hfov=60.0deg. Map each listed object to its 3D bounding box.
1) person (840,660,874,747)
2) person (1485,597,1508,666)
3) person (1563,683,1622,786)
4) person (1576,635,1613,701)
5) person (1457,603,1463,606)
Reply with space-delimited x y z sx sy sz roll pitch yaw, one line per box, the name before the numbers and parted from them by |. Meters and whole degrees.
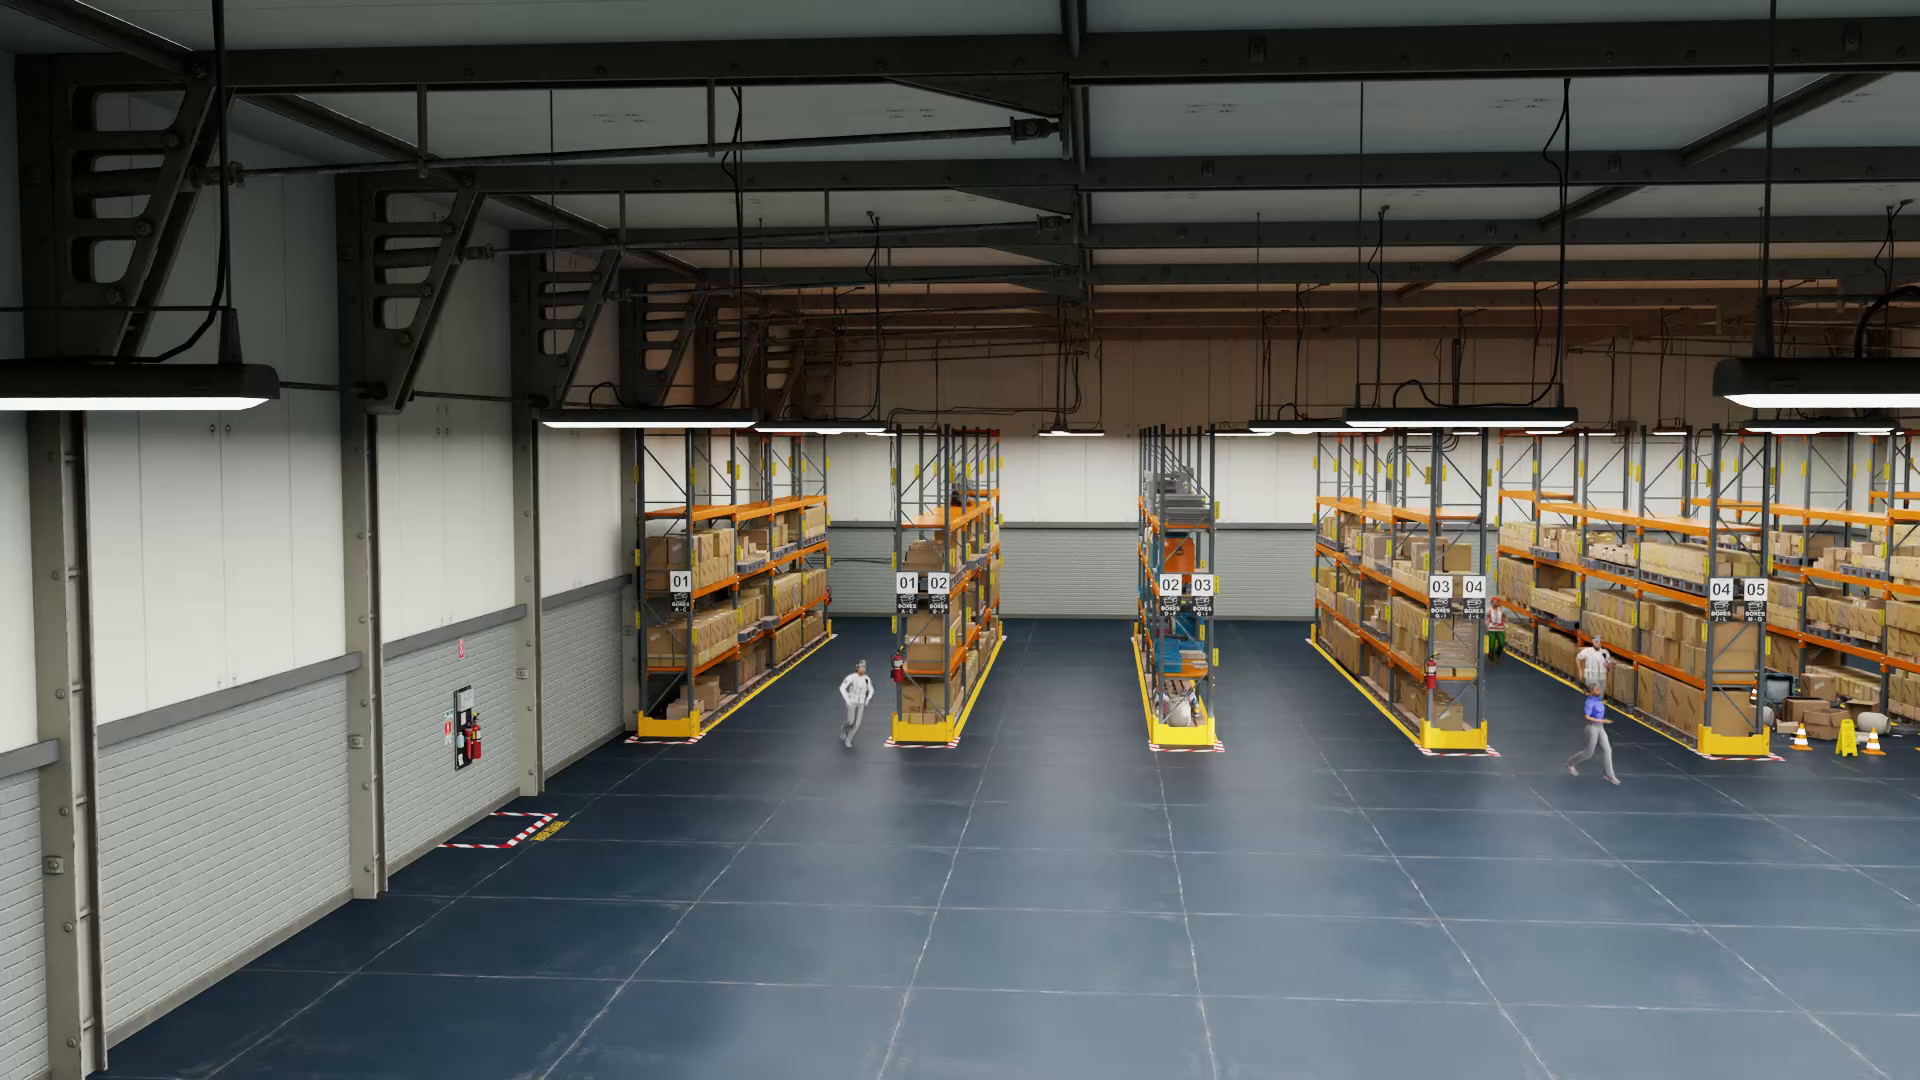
person | -1.903 3.032 30.987 0.659 1.614 0.507 -1 4 -23
person | 13.442 2.301 41.706 0.644 1.751 0.647 1 4 10
person | 10.563 3.208 27.729 0.589 1.672 0.943 -3 5 -44
person | 12.768 2.817 33.398 0.631 1.845 0.768 0 3 -1
person | 13.370 2.200 43.906 0.639 1.691 0.645 1 4 13
